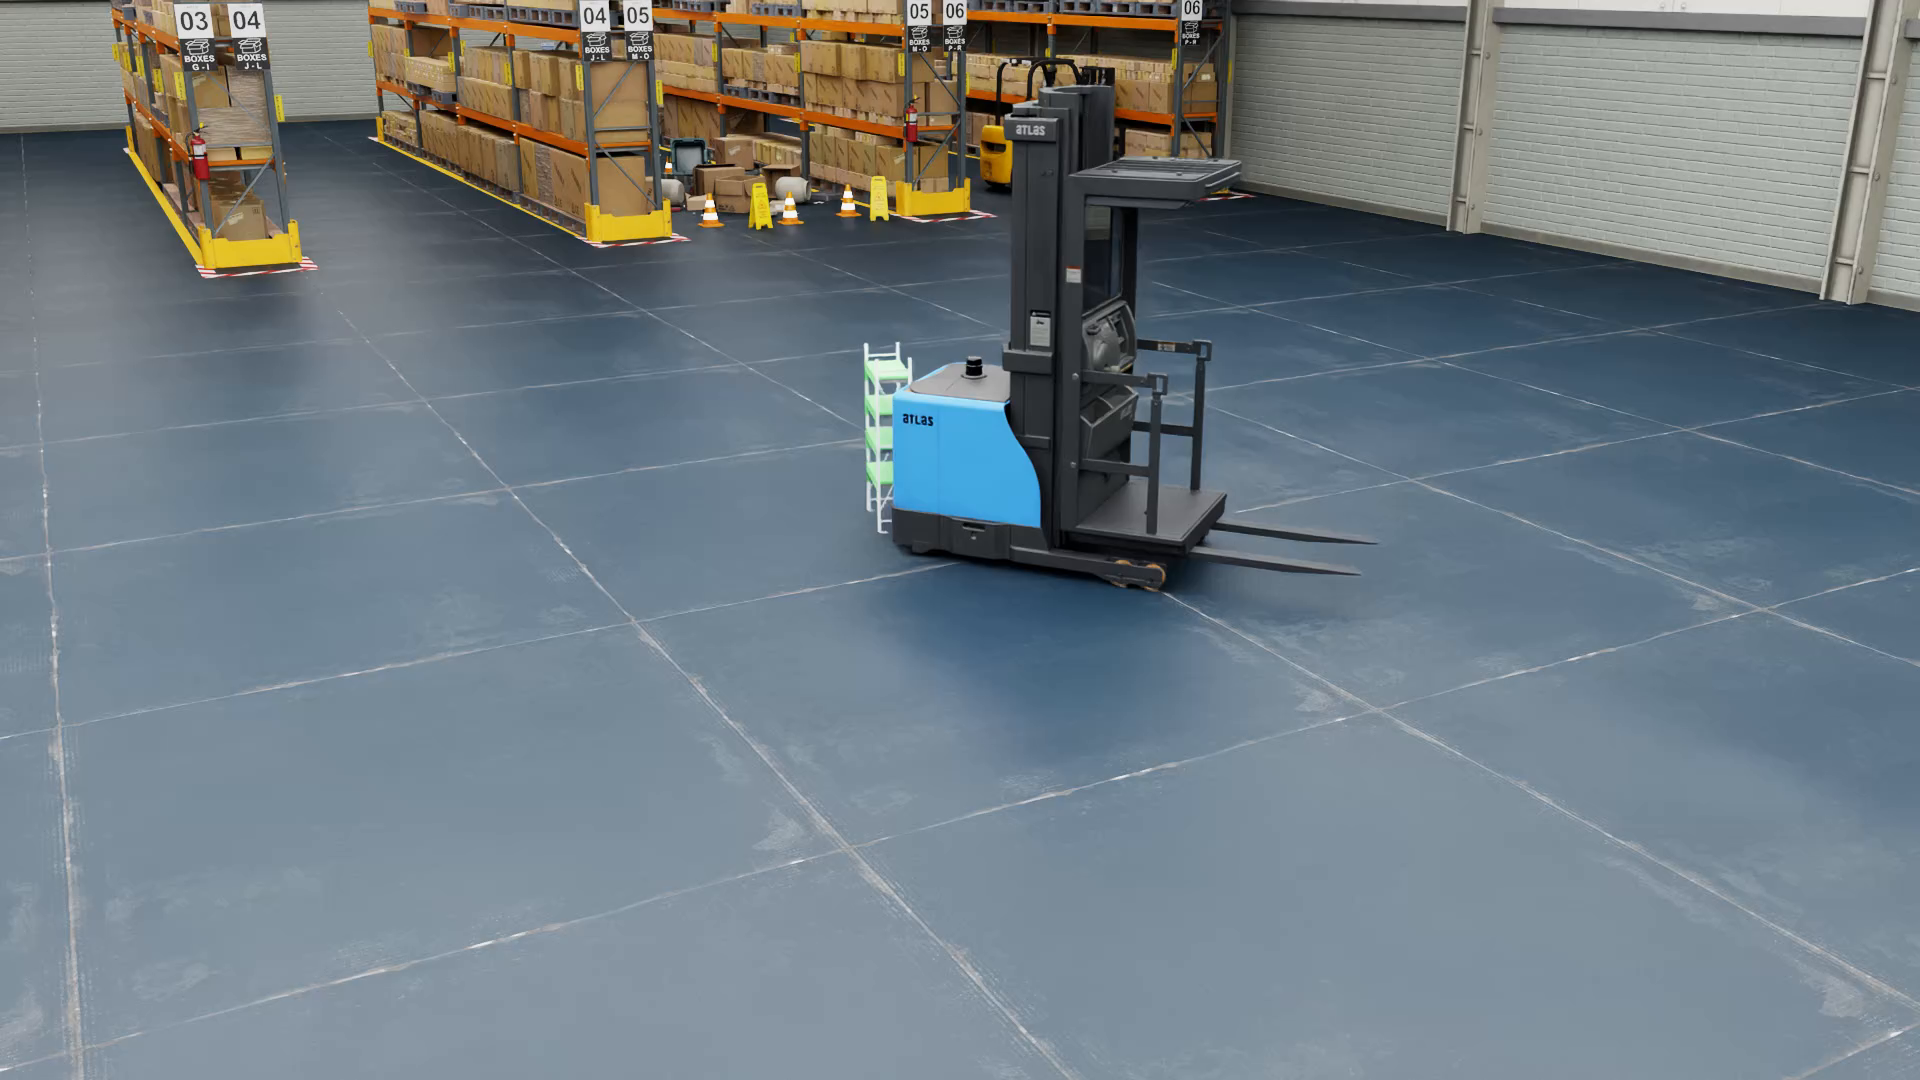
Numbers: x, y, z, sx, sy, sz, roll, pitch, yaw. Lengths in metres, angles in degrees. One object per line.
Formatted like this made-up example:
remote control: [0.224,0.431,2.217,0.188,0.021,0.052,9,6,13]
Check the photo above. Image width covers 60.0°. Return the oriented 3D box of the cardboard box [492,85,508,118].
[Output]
cardboard box: [-7.309,-7.160,27.128,0.500,0.500,0.500,-10,22,-27]

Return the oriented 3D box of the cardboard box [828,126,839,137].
cardboard box: [-1.983,-6.811,27.699,0.380,0.149,0.250,-9,21,-25]

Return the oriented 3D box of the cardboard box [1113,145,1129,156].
cardboard box: [2.990,-6.793,29.025,0.500,0.250,0.500,-11,22,-28]

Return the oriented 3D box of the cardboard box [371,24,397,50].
cardboard box: [-12.305,-10.794,35.673,0.500,0.500,0.500,-10,21,-27]

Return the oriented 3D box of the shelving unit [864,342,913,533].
shelving unit: [-0.485,-0.700,11.321,0.258,1.200,0.503,-4,19,-11]

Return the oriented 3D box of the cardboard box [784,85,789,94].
cardboard box: [-2.875,-7.918,29.220,0.380,0.149,0.250,-11,22,-28]

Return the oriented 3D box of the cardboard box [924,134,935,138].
cardboard box: [-0.429,-8.823,35.291,0.500,0.500,0.500,-10,22,-27]

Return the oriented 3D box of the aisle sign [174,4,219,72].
aisle sign: [-9.334,-6.136,20.330,0.394,0.787,0.004,-10,21,-27]

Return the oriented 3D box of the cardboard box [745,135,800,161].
cardboard box: [-3.560,-7.385,31.319,0.950,0.372,0.625,-10,22,-28]

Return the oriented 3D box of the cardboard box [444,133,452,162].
cardboard box: [-9.272,-7.322,30.941,0.500,0.500,0.500,-9,21,-24]

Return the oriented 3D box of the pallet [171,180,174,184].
pallet: [-13.207,-6.188,28.740,1.003,0.211,1.213,-10,21,-27]

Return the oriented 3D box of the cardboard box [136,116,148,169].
cardboard box: [-14.052,-7.173,29.935,1.225,0.875,0.875,-11,22,-29]

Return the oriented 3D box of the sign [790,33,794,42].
sign: [-4.087,-12.195,40.546,0.100,0.325,0.005,-10,21,-27]

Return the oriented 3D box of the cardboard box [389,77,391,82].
cardboard box: [-11.938,-9.836,35.423,0.380,0.149,0.250,-9,21,-24]

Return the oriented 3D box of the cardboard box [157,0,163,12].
cardboard box: [-10.616,-7.213,22.458,0.380,0.149,0.250,-10,22,-28]

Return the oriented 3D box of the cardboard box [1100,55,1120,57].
cardboard box: [2.726,-8.722,30.205,0.380,0.149,0.250,-10,22,-27]

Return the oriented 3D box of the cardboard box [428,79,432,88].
cardboard box: [-9.608,-8.452,30.768,0.380,0.149,0.250,-11,22,-29]

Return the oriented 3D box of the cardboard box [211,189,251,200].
cardboard box: [-9.976,-4.519,22.818,0.500,0.500,0.500,-8,21,-22]

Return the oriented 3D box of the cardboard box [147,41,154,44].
cardboard box: [-16.235,-9.890,33.817,0.500,0.500,0.500,-10,21,-26]

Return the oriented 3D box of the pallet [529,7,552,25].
pallet: [-5.632,-7.649,24.236,1.003,0.211,1.213,-10,21,-27]

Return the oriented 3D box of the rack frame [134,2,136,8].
rack frame: [-12.899,-10.104,26.617,1.000,3.000,0.127,-10,21,-27]

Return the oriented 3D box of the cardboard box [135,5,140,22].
cardboard box: [-12.900,-8.441,26.626,0.500,0.250,0.500,-10,21,-26]

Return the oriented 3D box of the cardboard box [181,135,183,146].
cardboard box: [-10.438,-5.464,22.753,0.380,0.149,0.250,-10,21,-27]

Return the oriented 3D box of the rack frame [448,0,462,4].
rack frame: [-8.486,-10.843,28.759,1.000,3.000,0.127,-10,21,-27]

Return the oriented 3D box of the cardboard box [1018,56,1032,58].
cardboard box: [1.268,-9.427,32.705,0.380,0.149,0.250,-9,21,-25]

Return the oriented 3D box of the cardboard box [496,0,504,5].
cardboard box: [-7.062,-8.630,26.377,0.500,0.250,0.500,-10,21,-26]

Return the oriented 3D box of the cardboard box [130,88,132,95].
cardboard box: [-15.598,-8.556,31.713,0.380,0.149,0.250,-10,21,-26]

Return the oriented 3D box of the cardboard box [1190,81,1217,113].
cardboard box: [3.997,-7.509,28.140,0.500,0.500,0.500,-9,21,-25]

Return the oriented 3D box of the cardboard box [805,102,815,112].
cardboard box: [-2.411,-7.396,28.351,0.380,0.149,0.250,-10,21,-27]

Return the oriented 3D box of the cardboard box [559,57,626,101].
cardboard box: [-5.171,-6.548,23.624,0.875,0.550,0.550,-10,21,-27]

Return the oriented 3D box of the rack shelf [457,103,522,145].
rack shelf: [-7.536,-7.093,28.192,1.077,0.370,4.000,-10,21,-27]

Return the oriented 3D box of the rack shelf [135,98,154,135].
rack shelf: [-13.848,-7.502,29.377,1.077,0.370,4.000,-10,21,-27]

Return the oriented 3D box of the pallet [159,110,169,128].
pallet: [-11.923,-6.615,25.998,1.003,0.211,1.213,-10,21,-27]

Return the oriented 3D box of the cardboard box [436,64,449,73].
cardboard box: [-9.239,-8.510,30.025,0.380,0.149,0.250,-10,22,-27]

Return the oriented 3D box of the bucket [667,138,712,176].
bucket: [-4.493,-6.348,27.618,0.726,0.611,0.620,-3,9,-8]

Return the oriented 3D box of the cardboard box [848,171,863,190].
cardboard box: [-1.492,-5.895,27.188,0.500,0.250,0.500,-11,22,-29]

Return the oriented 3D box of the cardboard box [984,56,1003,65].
cardboard box: [0.703,-9.421,32.687,0.380,0.149,0.250,-9,21,-26]

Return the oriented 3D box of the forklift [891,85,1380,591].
forklift: [1.117,-1.266,10.308,3.031,2.935,1.130,8,21,22]

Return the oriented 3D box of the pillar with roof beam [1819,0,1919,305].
pillar with roof beam: [6.360,-6.340,15.710,9.100,9.000,0.400,-10,21,-27]

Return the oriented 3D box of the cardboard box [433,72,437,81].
cardboard box: [-9.377,-8.450,30.308,0.380,0.149,0.250,-9,21,-25]

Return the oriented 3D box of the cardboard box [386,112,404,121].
cardboard box: [-12.091,-9.080,35.662,0.380,0.149,0.250,-10,21,-27]

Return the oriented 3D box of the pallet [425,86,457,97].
pallet: [-9.462,-8.479,31.398,1.003,0.211,1.213,-10,21,-27]

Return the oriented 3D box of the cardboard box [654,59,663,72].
cardboard box: [-6.116,-9.947,34.822,0.500,0.250,0.500,-11,22,-28]

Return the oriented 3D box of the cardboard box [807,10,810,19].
cardboard box: [-2.346,-8.825,27.895,0.380,0.149,0.250,-10,22,-27]

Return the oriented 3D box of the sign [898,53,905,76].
sign: [-0.876,-7.123,24.916,0.100,0.325,0.005,-10,21,-27]

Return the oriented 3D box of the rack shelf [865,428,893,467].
rack shelf: [-0.485,-0.640,11.342,0.258,0.148,0.480,-4,19,-11]

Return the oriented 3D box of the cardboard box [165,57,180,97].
cardboard box: [-10.534,-6.325,22.720,0.500,0.500,0.500,-10,21,-27]

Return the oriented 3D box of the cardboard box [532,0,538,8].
cardboard box: [-5.990,-7.810,24.156,0.380,0.149,0.250,-10,21,-26]

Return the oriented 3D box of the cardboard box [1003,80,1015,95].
cardboard box: [1.167,-8.749,32.117,0.500,0.250,0.500,-10,21,-26]

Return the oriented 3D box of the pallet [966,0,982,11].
pallet: [0.590,-10.721,33.292,1.213,0.211,1.003,-9,21,-24]

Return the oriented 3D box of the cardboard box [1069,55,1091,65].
cardboard box: [2.198,-8.723,30.209,0.380,0.149,0.250,-10,21,-26]

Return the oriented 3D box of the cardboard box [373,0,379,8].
cardboard box: [-12.050,-11.331,35.000,0.500,0.250,0.500,-9,21,-25]

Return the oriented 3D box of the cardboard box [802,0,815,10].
cardboard box: [-2.310,-8.974,27.714,0.500,0.250,0.500,-10,22,-28]

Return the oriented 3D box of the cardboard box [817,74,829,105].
cardboard box: [-2.055,-7.533,27.753,0.500,0.500,0.500,-10,21,-27]
